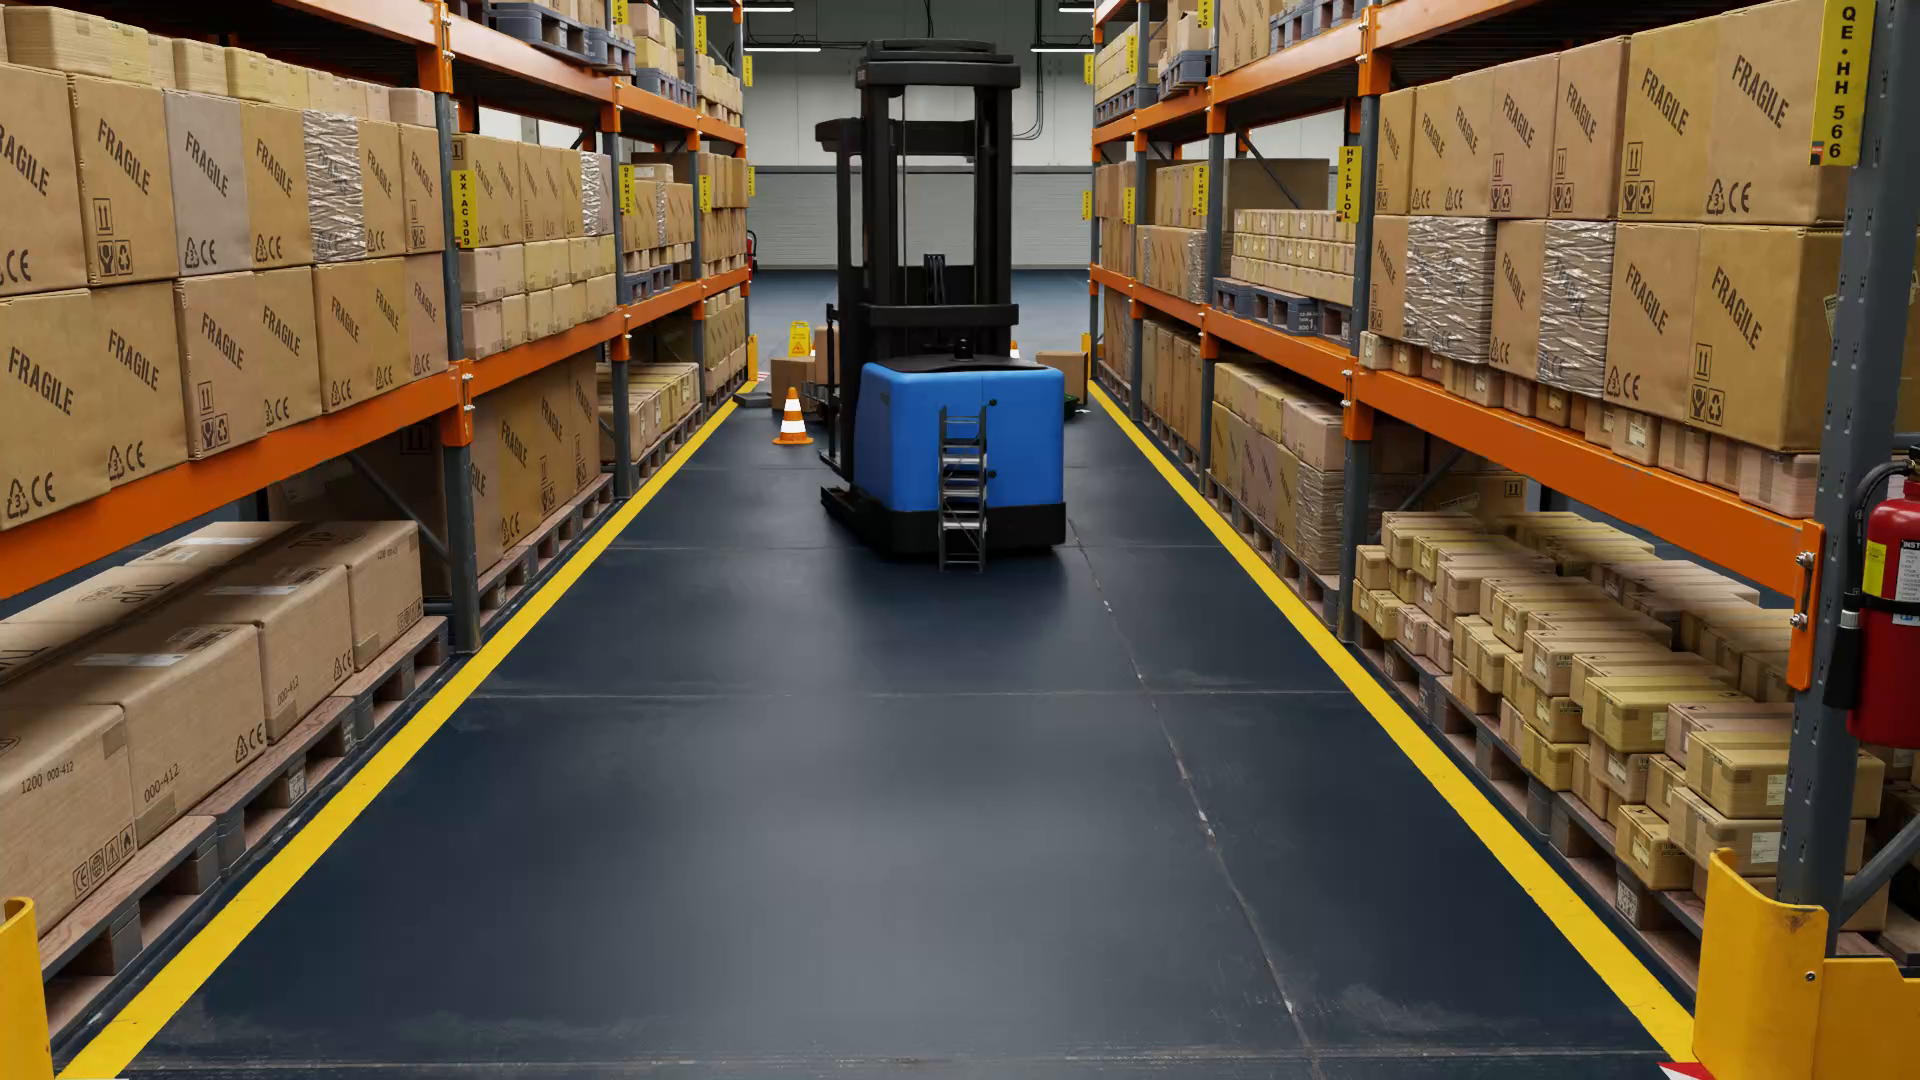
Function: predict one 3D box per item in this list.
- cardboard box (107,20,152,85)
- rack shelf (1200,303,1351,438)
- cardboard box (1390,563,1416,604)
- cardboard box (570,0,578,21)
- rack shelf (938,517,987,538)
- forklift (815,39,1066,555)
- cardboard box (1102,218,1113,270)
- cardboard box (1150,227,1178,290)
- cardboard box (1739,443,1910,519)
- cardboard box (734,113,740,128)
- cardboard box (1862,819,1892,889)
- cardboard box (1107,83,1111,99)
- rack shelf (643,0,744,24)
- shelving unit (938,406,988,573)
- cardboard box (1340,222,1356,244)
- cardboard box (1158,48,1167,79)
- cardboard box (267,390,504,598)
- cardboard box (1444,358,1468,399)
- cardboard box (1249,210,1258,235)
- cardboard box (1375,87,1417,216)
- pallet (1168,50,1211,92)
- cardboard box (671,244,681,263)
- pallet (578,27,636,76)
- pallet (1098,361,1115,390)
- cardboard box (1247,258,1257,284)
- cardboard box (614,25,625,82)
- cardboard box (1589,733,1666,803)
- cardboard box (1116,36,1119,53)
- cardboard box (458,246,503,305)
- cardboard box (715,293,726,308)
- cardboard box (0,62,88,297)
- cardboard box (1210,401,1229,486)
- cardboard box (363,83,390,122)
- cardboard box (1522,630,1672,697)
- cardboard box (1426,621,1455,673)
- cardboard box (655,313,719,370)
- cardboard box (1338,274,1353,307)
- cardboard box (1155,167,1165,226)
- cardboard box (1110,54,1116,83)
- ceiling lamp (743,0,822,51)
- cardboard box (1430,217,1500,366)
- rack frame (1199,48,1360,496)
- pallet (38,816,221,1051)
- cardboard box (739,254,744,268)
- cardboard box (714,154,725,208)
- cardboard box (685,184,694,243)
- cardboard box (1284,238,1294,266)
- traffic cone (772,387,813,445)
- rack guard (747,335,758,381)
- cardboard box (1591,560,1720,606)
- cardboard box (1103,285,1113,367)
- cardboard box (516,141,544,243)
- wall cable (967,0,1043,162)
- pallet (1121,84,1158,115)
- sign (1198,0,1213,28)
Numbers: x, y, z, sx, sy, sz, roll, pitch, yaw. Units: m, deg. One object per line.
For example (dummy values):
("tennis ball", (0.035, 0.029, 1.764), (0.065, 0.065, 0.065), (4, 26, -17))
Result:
("cardboard box", (-2.323, -1.247, 4.265), (0.380, 0.149, 0.250), (-1, 11, -3))
("rack shelf", (2.222, -1.043, 9.465), (1.077, 0.370, 4.000), (0, 11, -1))
("cardboard box", (2.045, 0.171, 7.038), (0.380, 0.149, 0.250), (0, 11, -1))
("cardboard box", (-2.388, -3.090, 9.485), (0.396, 0.266, 0.258), (-1, 11, -3))
("rack shelf", (0.016, -0.071, 9.218), (0.258, 0.077, 0.200), (1, 12, 5))
("forklift", (-0.290, -1.602, 10.585), (1.130, 2.935, 3.031), (-3, 12, -16))
("cardboard box", (1.987, -3.162, 17.725), (0.875, 0.550, 0.550), (0, 11, -1))
("cardboard box", (1.858, -2.332, 13.757), (0.500, 0.500, 0.500), (0, 11, -1))
("cardboard box", (2.056, -0.143, 3.853), (0.380, 0.149, 0.250), (0, 11, -1))
("cardboard box", (-2.607, -4.571, 18.132), (0.380, 0.149, 0.250), (0, 11, -1))
("cardboard box", (2.567, 0.831, 4.531), (0.380, 0.149, 0.250), (0, 11, -1))
("cardboard box", (1.727, -4.665, 17.288), (0.380, 0.149, 0.250), (0, 11, -2))
("rack shelf", (-2.891, -5.531, 16.508), (1.077, 0.370, 4.000), (0, 11, -1))
("shelving unit", (0.016, -0.280, 9.176), (0.258, 0.900, 0.210), (1, 12, 5))
("cardboard box", (2.053, -1.505, 8.011), (0.380, 0.149, 0.250), (-1, 11, -3))
("cardboard box", (1.860, -4.126, 14.339), (0.258, 0.266, 0.396), (0, 11, -2))
("cardboard box", (-2.777, -0.245, 8.010), (0.875, 0.875, 0.875), (0, 11, 1))
("cardboard box", (2.019, -0.609, 6.148), (0.380, 0.149, 0.250), (0, 11, 0))
("cardboard box", (2.005, -1.973, 10.317), (0.380, 0.149, 0.250), (0, 11, -1))
("cardboard box", (2.029, -1.592, 6.848), (0.500, 0.500, 0.500), (0, 11, 0))
("pallet", (2.114, -3.298, 11.704), (1.213, 0.211, 1.003), (0, 11, 1))
("cardboard box", (-2.525, -2.375, 13.798), (0.380, 0.149, 0.250), (0, 11, -1))
("pallet", (-2.700, -3.002, 10.245), (1.213, 0.211, 1.003), (0, 11, 1))
("pallet", (2.110, -1.858, 18.687), (1.003, 0.211, 1.213), (0, 11, -1))
("cardboard box", (1.999, -1.679, 10.367), (0.380, 0.149, 0.250), (0, 11, 2))
("cardboard box", (-2.776, -3.460, 11.775), (0.700, 0.500, 0.500), (0, 11, -1))
("cardboard box", (2.037, 0.636, 4.747), (0.380, 0.149, 0.250), (-1, 11, -3))
("cardboard box", (1.746, -4.903, 16.457), (0.380, 0.149, 0.250), (0, 11, -2))
("cardboard box", (-2.411, -1.218, 7.637), (0.500, 0.250, 0.500), (-1, 11, -3))
("cardboard box", (-2.555, -2.391, 16.640), (0.380, 0.149, 0.250), (0, 11, 2))
("cardboard box", (-2.327, -0.798, 3.682), (0.500, 0.500, 0.500), (0, 11, -2))
("cardboard box", (1.940, -0.632, 10.862), (0.500, 0.500, 0.500), (-1, 11, -4))
("cardboard box", (-2.463, -1.702, 6.505), (0.380, 0.149, 0.250), (0, 11, 0))
("cardboard box", (1.998, 0.387, 5.226), (0.380, 0.149, 0.250), (0, 11, 1))
("cardboard box", (2.067, 0.419, 6.561), (0.380, 0.149, 0.250), (0, 11, -2))
("cardboard box", (-2.592, -1.892, 15.814), (0.500, 0.500, 0.500), (0, 11, 2))
("cardboard box", (2.051, -1.210, 8.057), (0.380, 0.149, 0.250), (0, 11, -1))
("cardboard box", (2.114, -3.029, 14.677), (0.700, 0.500, 0.500), (0, 11, -2))
("cardboard box", (1.801, -4.783, 16.866), (0.500, 0.250, 0.500), (0, 11, -1))
("ceiling lamp", (-4.573, -14.195, 42.716), (2.000, 3.185, 0.800), (0, 11, -1))
("cardboard box", (2.013, -0.895, 5.925), (0.500, 0.500, 0.500), (0, 11, -2))
("rack frame", (2.180, -1.793, 11.353), (1.000, 3.000, 0.127), (0, 11, -1))
("pallet", (-2.696, 1.046, 4.375), (1.003, 0.211, 1.213), (0, 11, -1))
("cardboard box", (-2.594, -3.096, 18.410), (0.380, 0.149, 0.250), (0, 11, -2))
("cardboard box", (-2.630, -3.423, 15.871), (0.700, 0.500, 0.500), (0, 11, -1))
("cardboard box", (-2.610, -2.858, 14.544), (0.500, 0.500, 0.500), (0, 11, -2))
("cardboard box", (2.027, -1.615, 9.303), (0.380, 0.149, 0.250), (0, 11, 1))
("traffic cone", (-1.424, -1.064, 14.139), (0.336, 0.463, 0.334), (0, 11, -1))
("rack guard", (-2.930, -2.103, 19.167), (1.175, 0.500, 0.348), (0, 11, -1))
("cardboard box", (2.613, 0.177, 6.261), (0.380, 0.149, 0.250), (-1, 11, -4))
("cardboard box", (2.095, -2.413, 18.698), (0.875, 0.875, 0.875), (0, 11, -1))
("cardboard box", (-2.452, -1.786, 8.552), (0.500, 0.500, 0.500), (-1, 11, -3))
("wall cable", (1.352, -14.377, 49.738), (2.305, 6.003, 0.169), (0, 11, -1))
("pallet", (2.091, -4.177, 15.785), (1.003, 0.211, 1.213), (0, 11, -1))
("sign", (1.625, -3.555, 10.993), (0.100, 0.325, 0.005), (0, 11, -1))
